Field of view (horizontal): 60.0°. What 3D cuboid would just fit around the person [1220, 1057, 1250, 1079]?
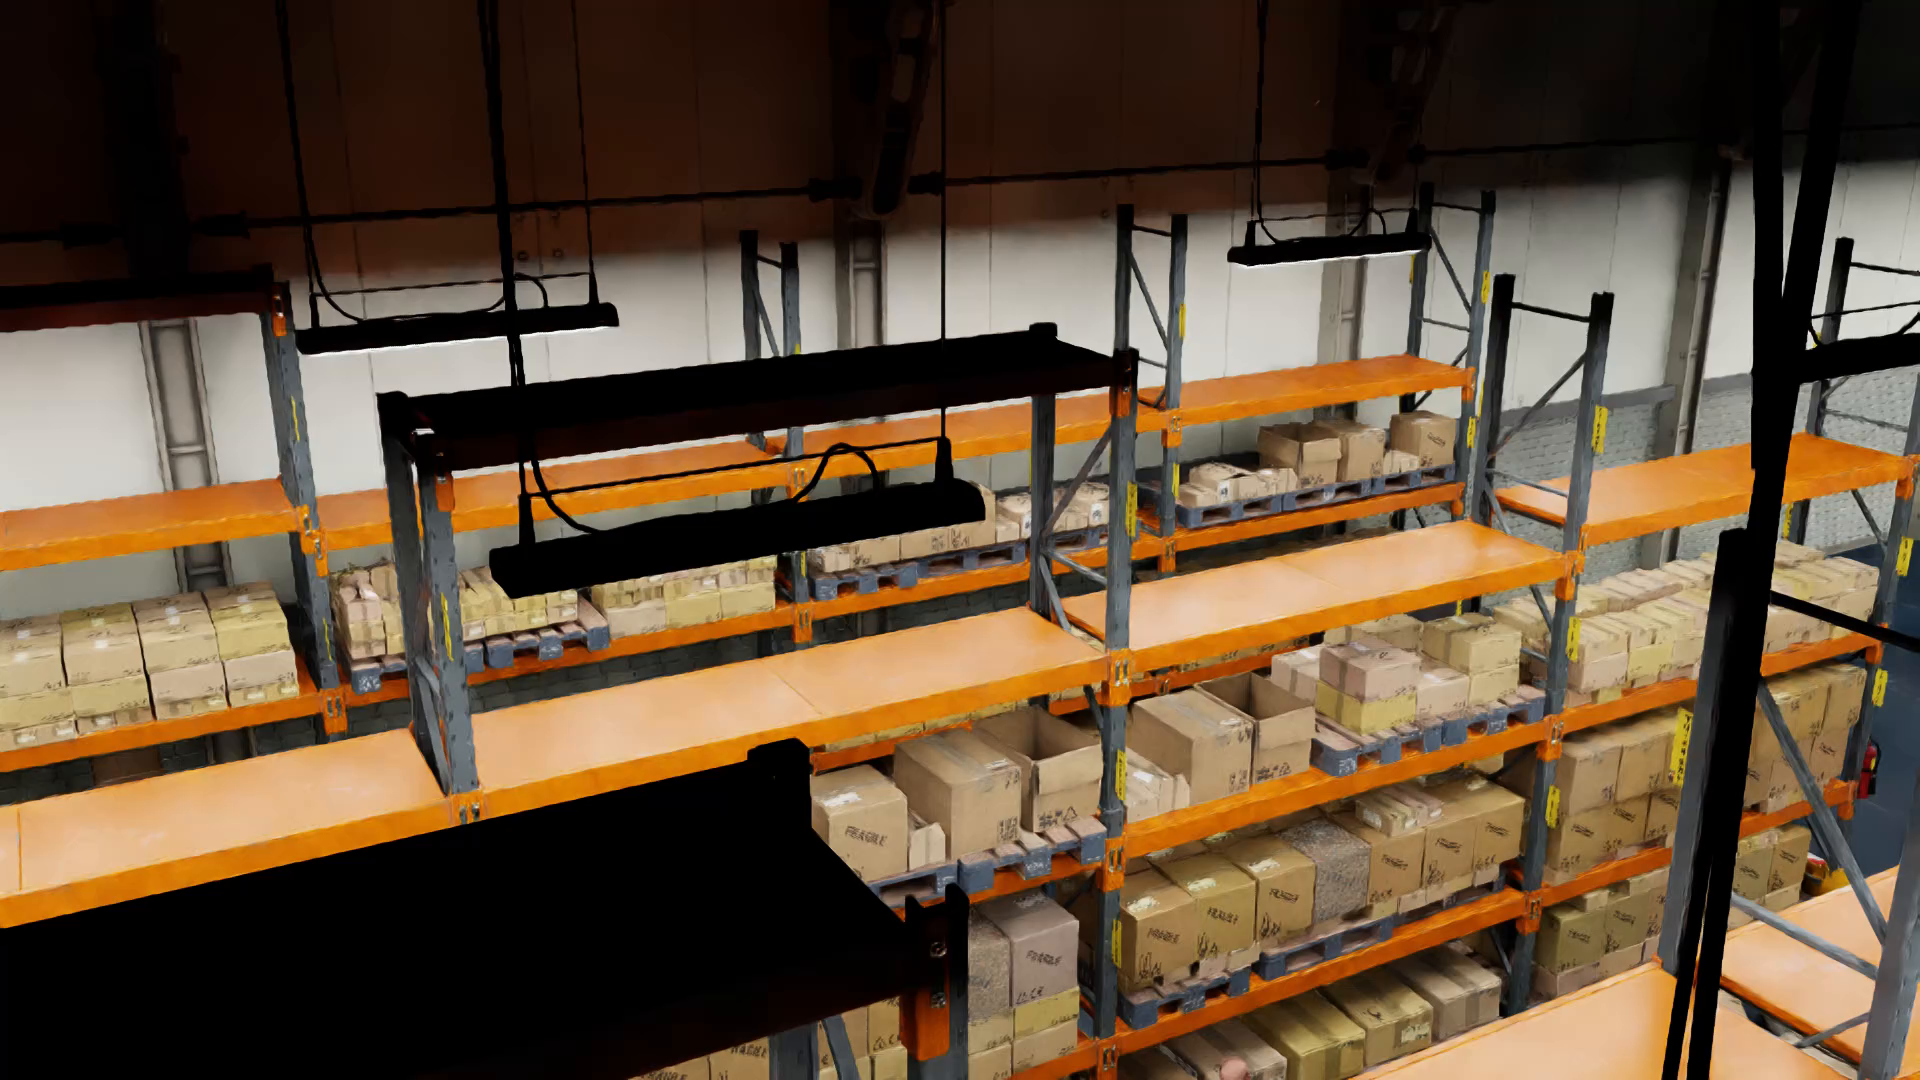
[{"bbox_3d":[1.690,4.023,10.481,0.639,1.718,0.586,-2,18,-6],"label":"person"}]
